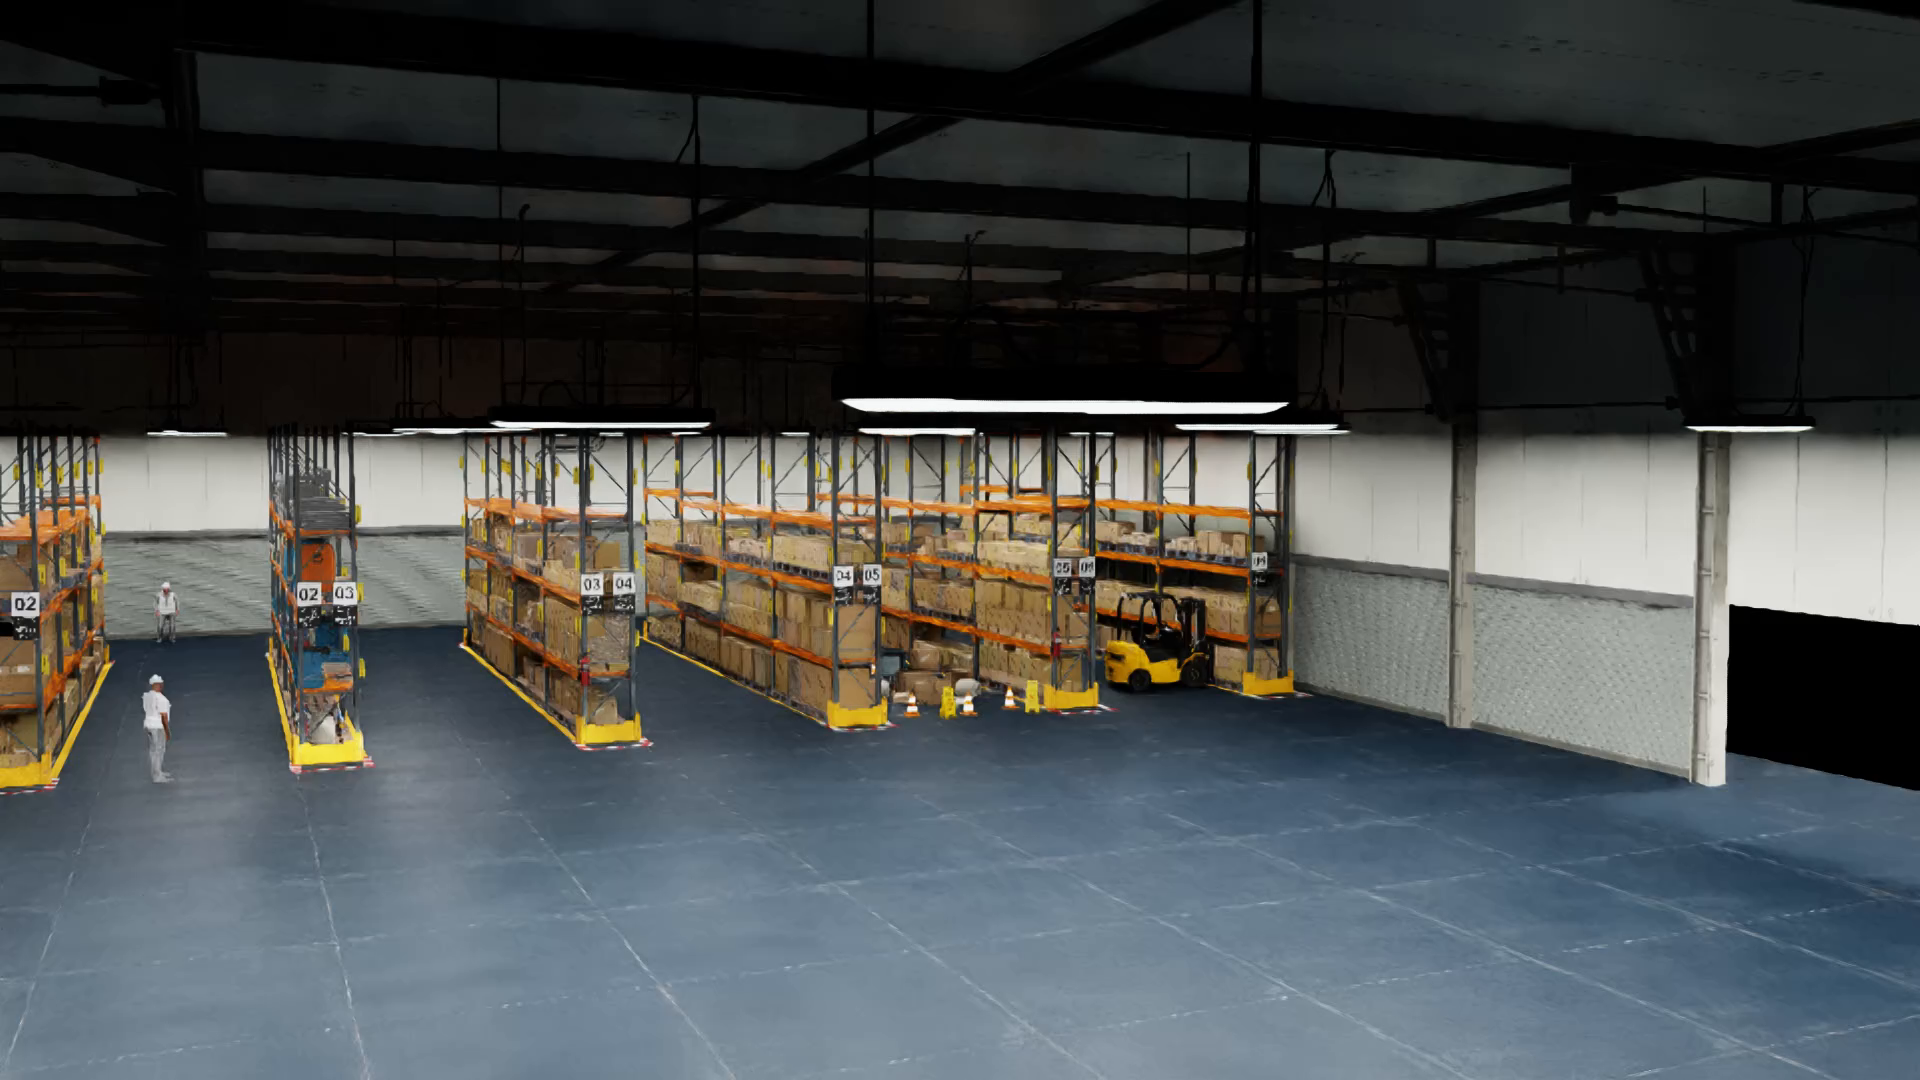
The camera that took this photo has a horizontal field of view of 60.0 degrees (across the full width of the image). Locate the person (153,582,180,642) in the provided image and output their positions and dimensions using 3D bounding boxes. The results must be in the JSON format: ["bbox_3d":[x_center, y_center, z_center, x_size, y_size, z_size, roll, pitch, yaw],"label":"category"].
[{"bbox_3d":[-22.242,2.021,46.622,0.677,1.726,0.574,-2,4,-26],"label":"person"}]

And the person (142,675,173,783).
[{"bbox_3d":[-13.341,3.126,27.734,0.632,1.768,0.453,3,4,37],"label":"person"}]

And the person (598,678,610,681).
[{"bbox_3d":[-8.407,2.476,39.171,0.383,1.669,0.564,-3,4,-37],"label":"person"}]
